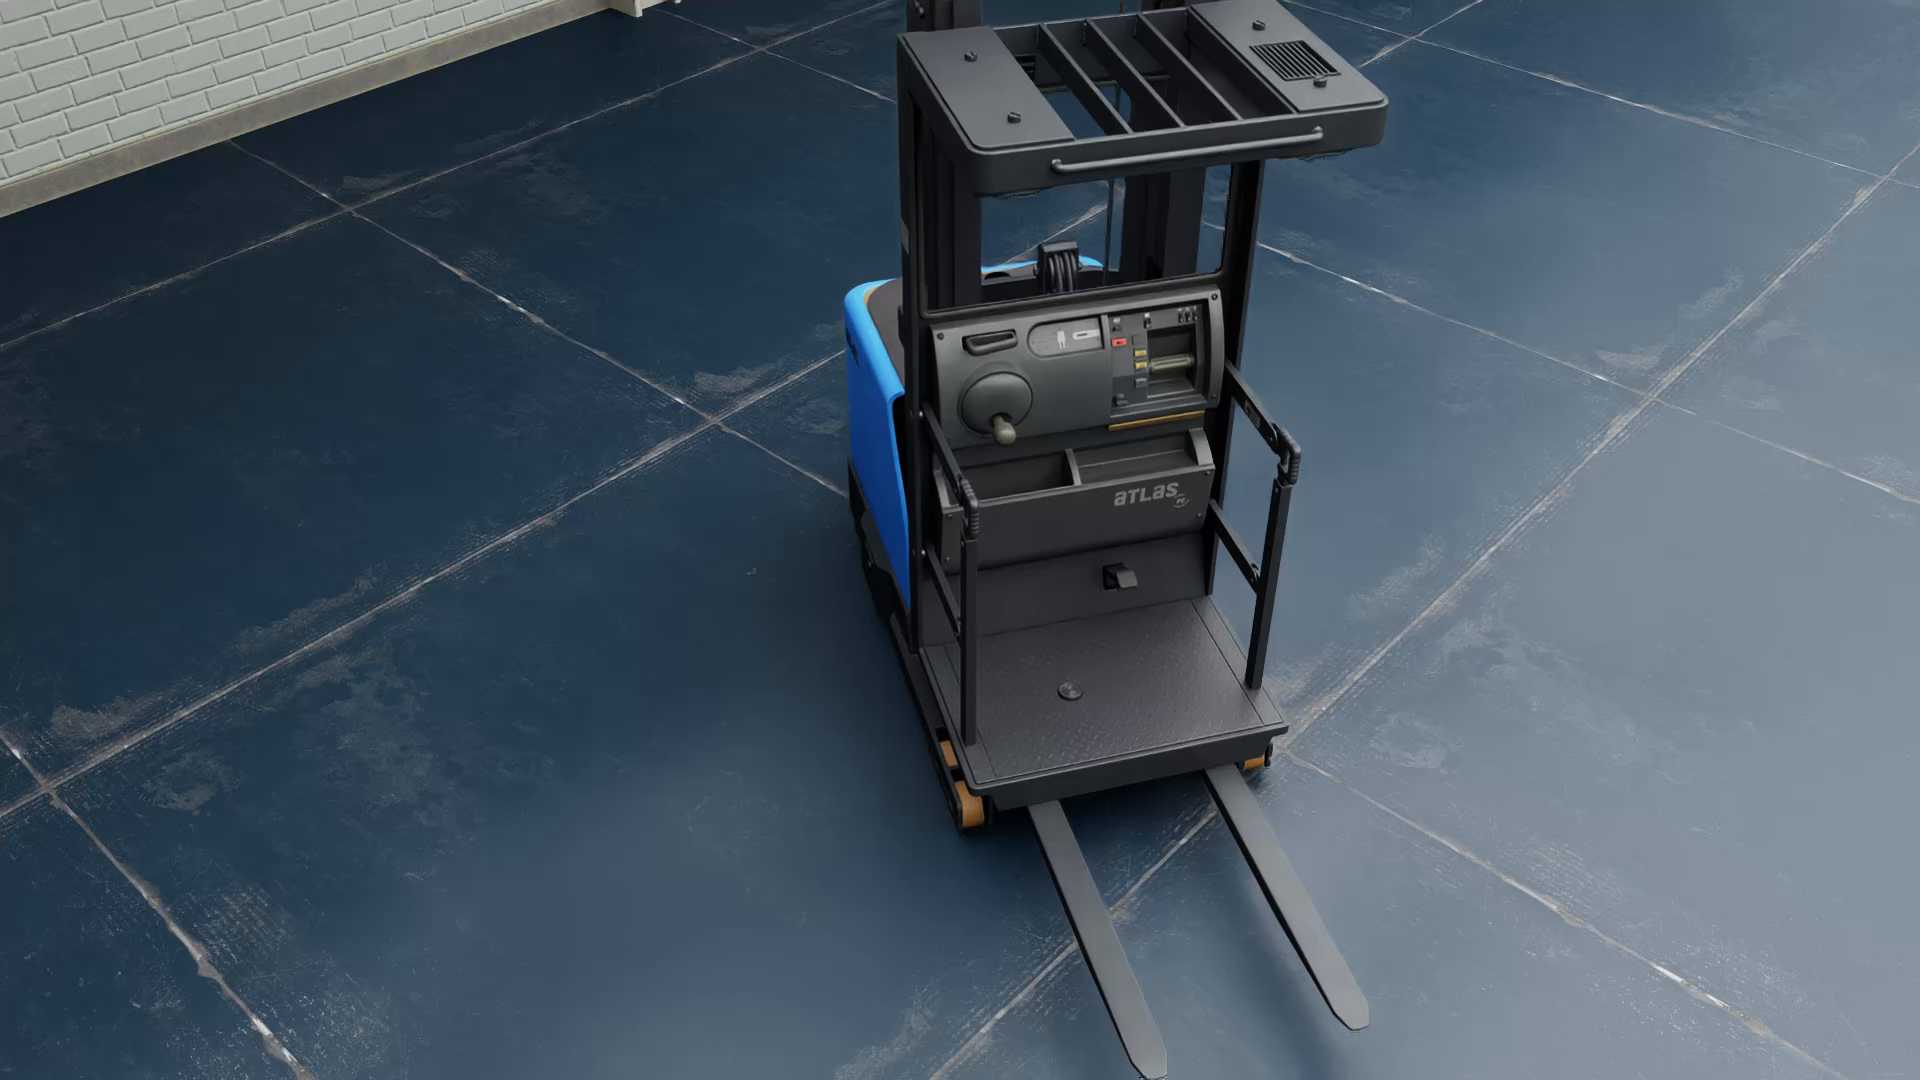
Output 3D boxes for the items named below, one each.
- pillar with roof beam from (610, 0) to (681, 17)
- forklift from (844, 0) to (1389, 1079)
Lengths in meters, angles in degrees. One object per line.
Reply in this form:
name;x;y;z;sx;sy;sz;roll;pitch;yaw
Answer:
pillar with roof beam;1.025;-5.377;6.282;9.100;9.000;0.400;30;47;32
forklift;0.432;-0.461;4.975;1.130;2.935;3.031;-10;40;-12
